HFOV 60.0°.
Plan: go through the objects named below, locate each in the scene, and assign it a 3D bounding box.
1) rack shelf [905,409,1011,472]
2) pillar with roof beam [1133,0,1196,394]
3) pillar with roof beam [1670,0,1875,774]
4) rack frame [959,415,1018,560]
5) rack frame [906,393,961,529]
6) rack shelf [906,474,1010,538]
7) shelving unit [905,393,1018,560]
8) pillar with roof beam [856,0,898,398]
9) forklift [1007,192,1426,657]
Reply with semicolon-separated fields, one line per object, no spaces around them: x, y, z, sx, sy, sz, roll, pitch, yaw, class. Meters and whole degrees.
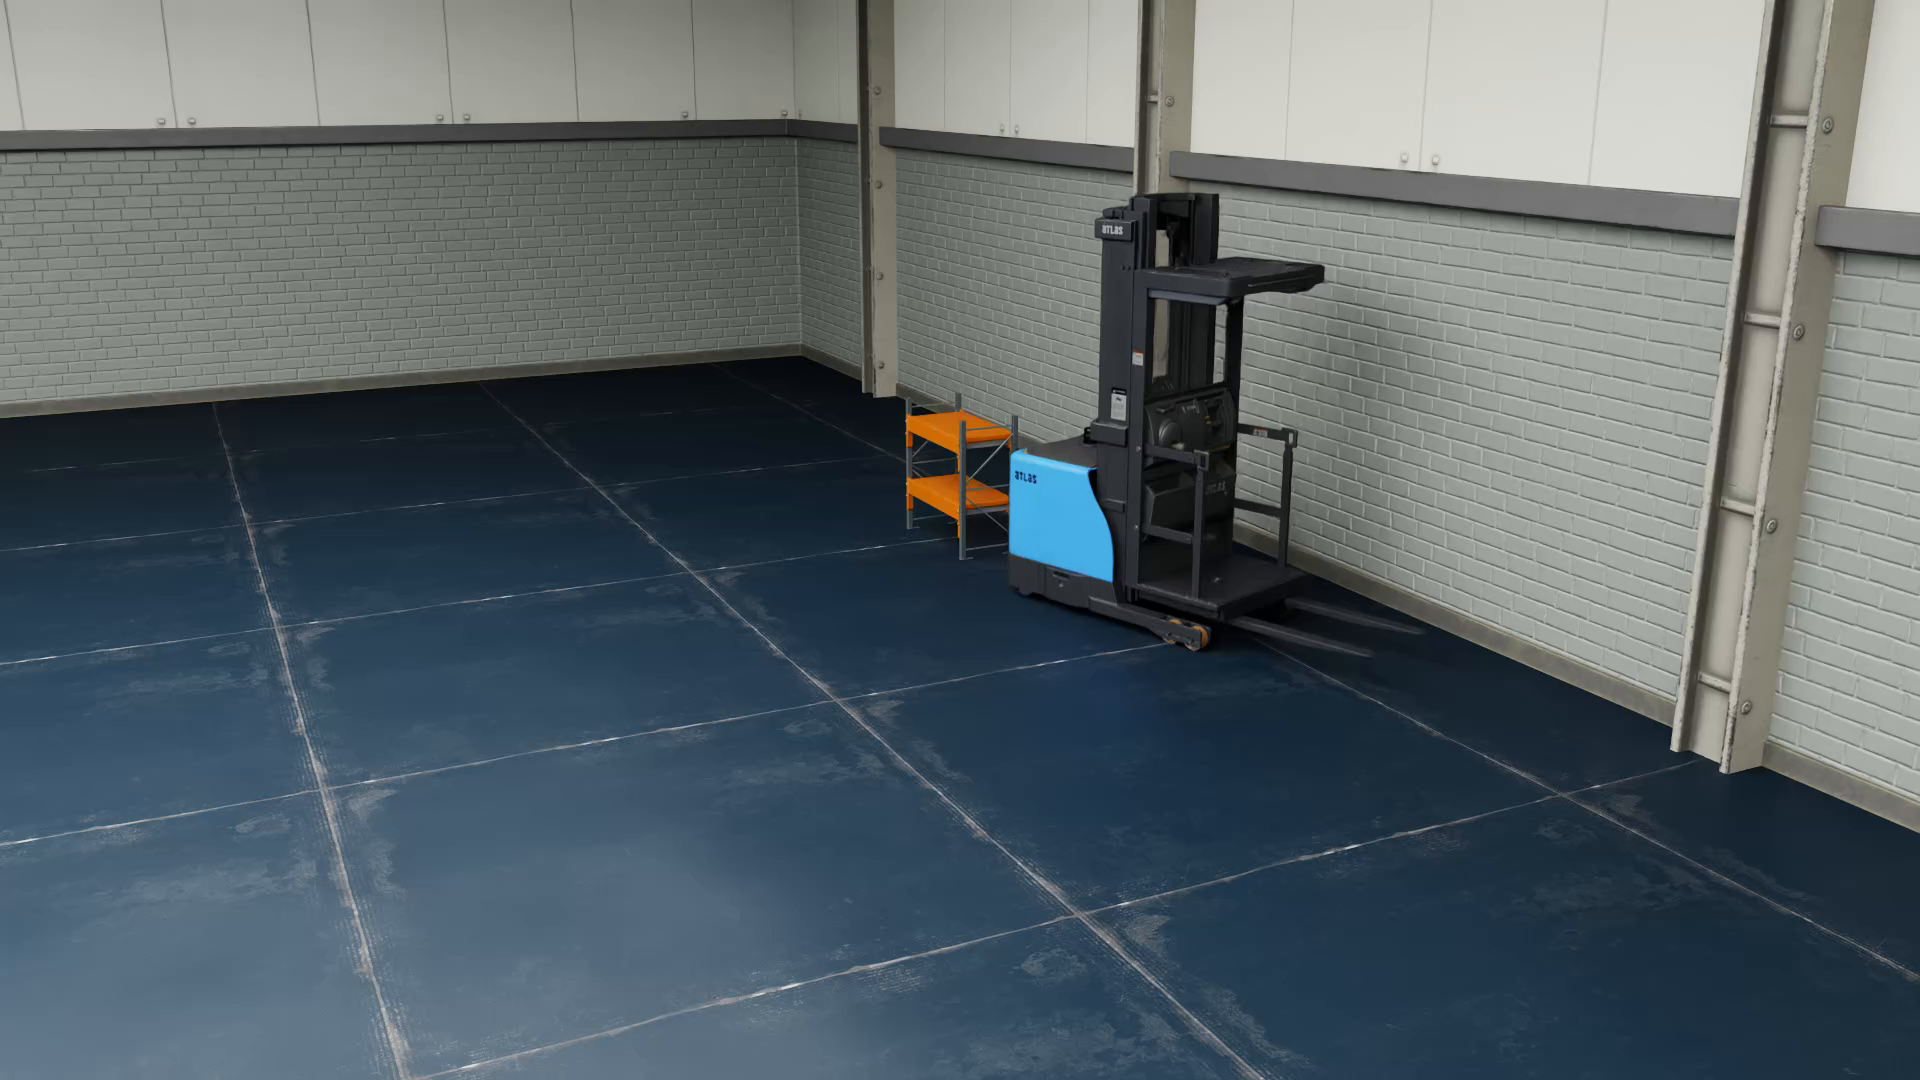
0.003;-0.820;13.509;0.538;0.278;1.000;-8;18;-25;rack shelf
-2.193;-4.061;11.589;9.100;9.000;0.400;-8;18;-25;pillar with roof beam
0.436;-2.574;6.405;9.100;9.000;0.400;-8;18;-25;pillar with roof beam
0.226;-0.413;13.150;0.500;1.125;0.032;-8;18;-25;rack frame
-0.220;-0.665;14.029;0.500;1.125;0.032;-8;18;-25;rack frame
0.003;-0.304;13.657;0.538;0.278;1.000;-8;18;-25;rack shelf
0.003;-0.539;13.590;0.538;1.125;1.048;-8;18;-25;shelving unit
-4.821;-5.549;16.774;9.100;9.000;0.400;-8;18;-25;pillar with roof beam
1.742;-0.826;11.317;1.130;2.935;3.031;-15;22;-43;forklift
